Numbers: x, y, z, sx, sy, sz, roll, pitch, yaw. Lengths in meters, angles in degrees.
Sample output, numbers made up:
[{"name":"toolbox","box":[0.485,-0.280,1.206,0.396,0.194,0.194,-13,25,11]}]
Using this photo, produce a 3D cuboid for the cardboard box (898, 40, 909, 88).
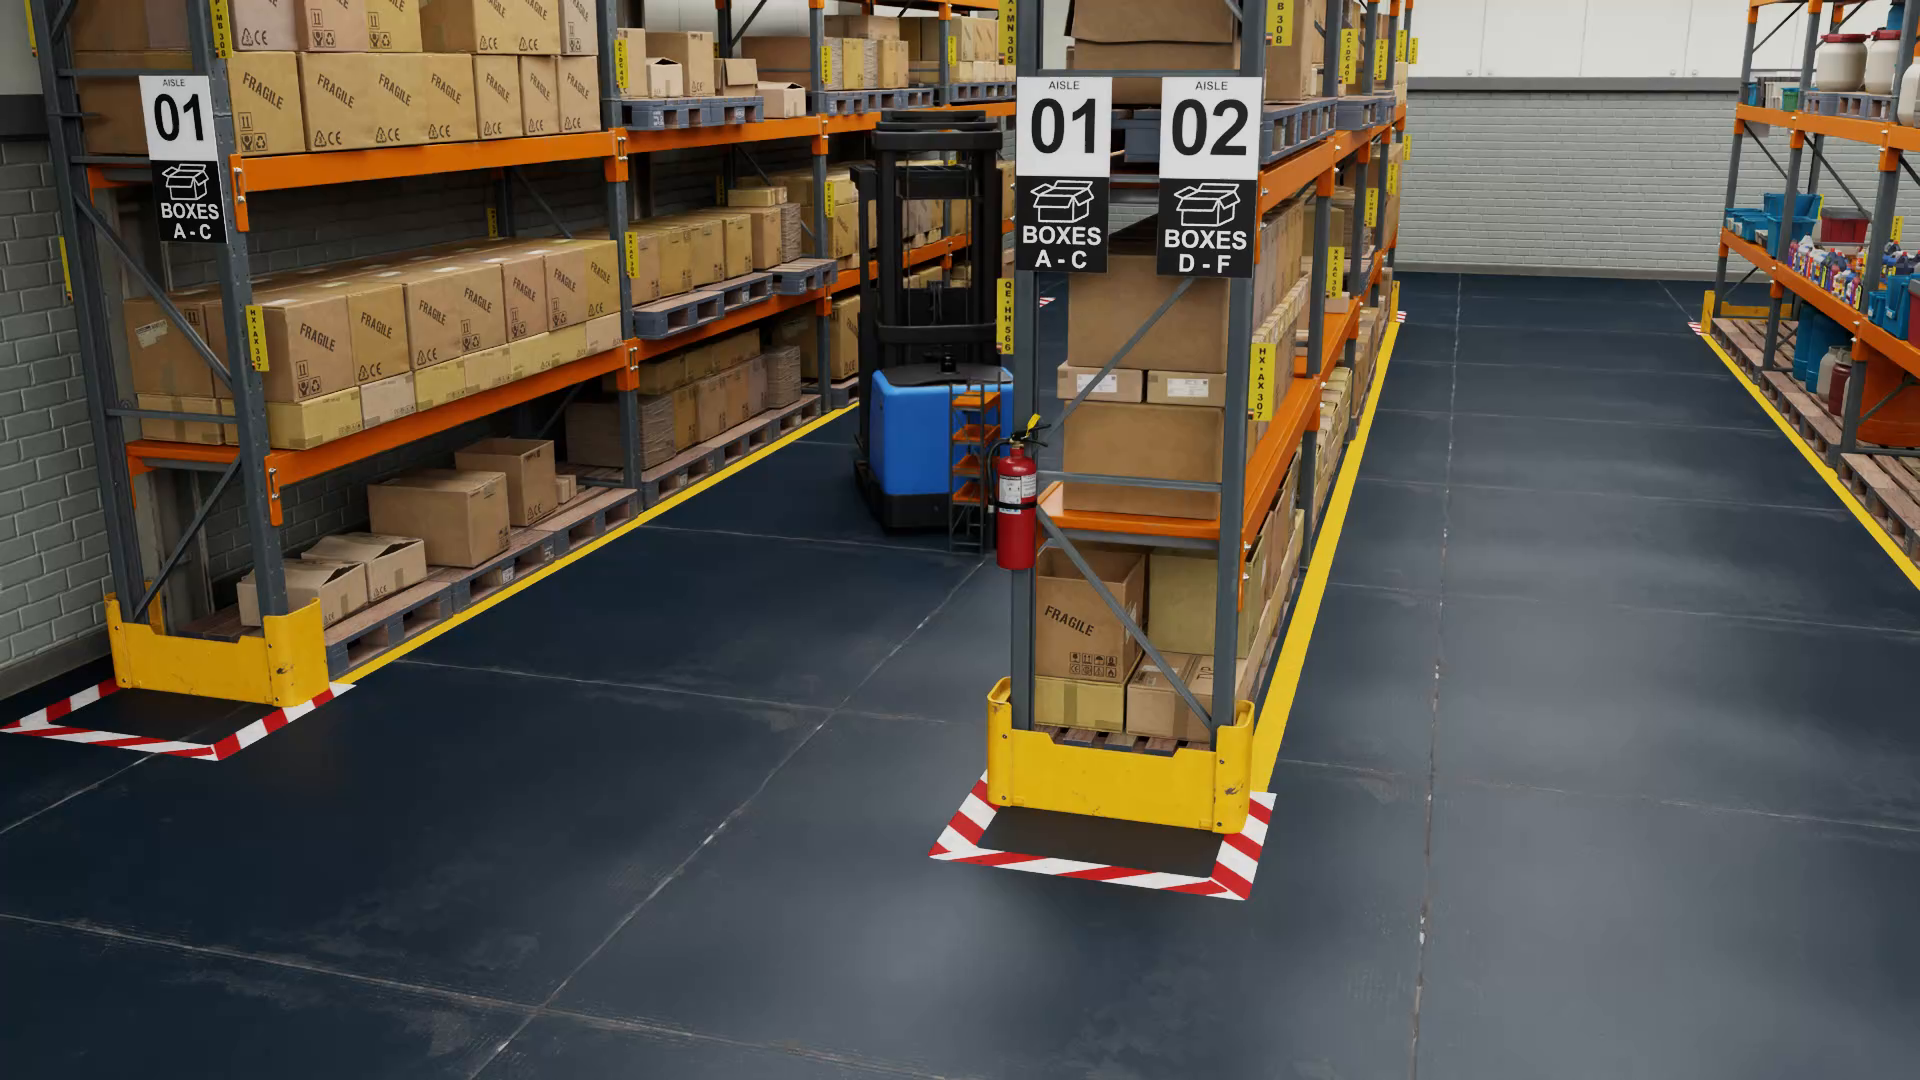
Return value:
[{"name":"cardboard box","box":[-0.971,-5.251,18.358,0.700,0.500,0.500,4,16,13]}]

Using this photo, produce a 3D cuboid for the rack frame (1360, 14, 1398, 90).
[{"name":"rack frame","box":[4.134,-6.273,17.454,1.000,3.000,0.127,5,16,16]}]

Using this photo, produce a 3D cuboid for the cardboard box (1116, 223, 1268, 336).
[{"name":"cardboard box","box":[1.171,-1.324,8.441,0.700,0.500,0.500,5,16,16]}]

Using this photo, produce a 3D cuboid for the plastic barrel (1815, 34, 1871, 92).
[{"name":"plastic barrel","box":[8.493,-4.594,16.012,0.433,0.535,0.433,0,16,0]}]

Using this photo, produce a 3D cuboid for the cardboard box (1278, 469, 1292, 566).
[{"name":"cardboard box","box":[1.647,-0.134,9.701,0.500,0.500,0.500,5,16,16]}]

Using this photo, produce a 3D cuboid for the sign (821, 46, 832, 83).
[{"name":"sign","box":[-1.233,-4.372,15.303,0.100,0.325,0.005,5,16,16]}]

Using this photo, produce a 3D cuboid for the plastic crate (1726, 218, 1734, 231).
[{"name":"plastic crate","box":[9.463,-3.833,20.221,0.250,0.136,0.298,5,16,16]}]

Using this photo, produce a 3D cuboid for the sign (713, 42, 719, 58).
[{"name":"sign","box":[-2.283,-4.498,15.602,0.100,0.325,0.005,5,16,16]}]

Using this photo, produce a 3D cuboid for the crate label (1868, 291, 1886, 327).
[{"name":"crate label","box":[7.267,-1.793,12.962,0.303,0.233,0.416,5,16,16]}]

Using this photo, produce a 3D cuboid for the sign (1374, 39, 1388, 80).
[{"name":"sign","box":[3.528,-4.025,13.933,0.100,0.325,0.005,5,16,16]}]

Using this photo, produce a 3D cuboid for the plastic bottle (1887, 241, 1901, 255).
[{"name":"plastic bottle","box":[8.883,-2.664,15.813,0.144,0.351,0.185,5,16,16]}]

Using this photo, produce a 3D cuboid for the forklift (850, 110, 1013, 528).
[{"name":"forklift","box":[-0.262,-1.854,12.994,1.130,2.935,3.031,-3,16,-9]}]

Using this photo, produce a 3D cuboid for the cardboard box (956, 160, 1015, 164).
[{"name":"cardboard box","box":[0.385,-4.826,22.799,0.980,0.700,0.700,5,17,18]}]

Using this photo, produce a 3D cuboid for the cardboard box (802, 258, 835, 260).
[{"name":"cardboard box","box":[-1.437,-2.680,16.205,0.380,0.149,0.250,4,16,15]}]

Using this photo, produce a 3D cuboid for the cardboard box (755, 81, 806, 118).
[{"name":"cardboard box","box":[-1.698,-3.924,14.796,0.500,0.311,0.500,5,16,16]}]

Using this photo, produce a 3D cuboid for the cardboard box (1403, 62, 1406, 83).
[{"name":"cardboard box","box":[5.228,-5.760,20.500,0.500,0.250,0.500,5,16,16]}]

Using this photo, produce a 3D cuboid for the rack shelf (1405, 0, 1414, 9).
[{"name":"rack shelf","box":[4.703,-6.448,19.397,1.077,0.370,4.000,5,16,16]}]

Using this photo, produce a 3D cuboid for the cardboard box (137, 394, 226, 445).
[{"name":"cardboard box","box":[-4.079,-0.705,9.056,0.500,0.250,0.500,5,17,17]}]

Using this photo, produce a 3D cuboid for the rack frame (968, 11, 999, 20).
[{"name":"rack frame","box":[0.521,-7.702,22.494,1.000,3.000,0.127,5,16,16]}]

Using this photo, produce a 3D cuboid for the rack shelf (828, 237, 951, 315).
[{"name":"rack shelf","box":[-1.184,-2.900,17.876,1.077,0.370,4.000,5,16,16]}]

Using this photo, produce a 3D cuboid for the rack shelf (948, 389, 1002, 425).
[{"name":"rack shelf","box":[0.106,-0.915,11.415,0.258,0.148,0.480,4,16,14]}]

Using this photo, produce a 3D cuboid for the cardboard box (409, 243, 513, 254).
[{"name":"cardboard box","box":[-3.374,-1.733,11.307,0.500,0.500,0.500,5,16,16]}]

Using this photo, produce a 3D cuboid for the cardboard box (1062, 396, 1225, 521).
[{"name":"cardboard box","box":[0.869,-0.416,7.617,0.700,0.500,0.500,5,16,16]}]

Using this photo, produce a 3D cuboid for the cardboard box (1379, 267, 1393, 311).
[{"name":"cardboard box","box":[5.353,-3.281,21.674,0.500,0.500,0.500,5,16,16]}]

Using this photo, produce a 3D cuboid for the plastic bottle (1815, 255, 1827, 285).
[{"name":"plastic bottle","box":[7.970,-2.491,15.352,0.097,0.271,0.097,0,16,0]}]

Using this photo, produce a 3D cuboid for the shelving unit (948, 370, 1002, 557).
[{"name":"shelving unit","box":[0.106,-0.537,11.523,0.258,1.200,0.503,4,16,14]}]

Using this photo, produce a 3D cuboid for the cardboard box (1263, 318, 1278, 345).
[{"name":"cardboard box","box":[1.480,-1.095,8.822,0.380,0.149,0.250,5,17,16]}]

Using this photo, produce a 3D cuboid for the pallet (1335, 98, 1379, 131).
[{"name":"pallet","box":[2.576,-3.215,12.516,1.003,0.211,1.213,5,17,18]}]

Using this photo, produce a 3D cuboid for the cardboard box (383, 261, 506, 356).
[{"name":"cardboard box","box":[-3.164,-1.429,10.235,0.500,0.500,0.500,5,17,18]}]

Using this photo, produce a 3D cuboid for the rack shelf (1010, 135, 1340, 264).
[{"name":"rack shelf","box":[1.293,-1.867,8.737,1.077,0.370,4.000,5,16,16]}]

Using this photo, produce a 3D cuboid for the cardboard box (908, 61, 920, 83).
[{"name":"cardboard box","box":[-0.646,-5.588,19.859,0.500,0.250,0.500,5,17,16]}]

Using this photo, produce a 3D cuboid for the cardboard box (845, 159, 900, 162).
[{"name":"cardboard box","box":[-0.997,-4.231,19.111,0.500,0.250,0.500,5,17,18]}]

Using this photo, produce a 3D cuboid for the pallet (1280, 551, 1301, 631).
[{"name":"pallet","box":[1.595,0.253,10.552,1.003,0.211,1.213,5,16,16]}]

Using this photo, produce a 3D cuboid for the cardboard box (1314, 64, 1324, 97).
[{"name":"cardboard box","box":[2.463,-3.362,12.194,0.500,0.250,0.500,3,16,11]}]

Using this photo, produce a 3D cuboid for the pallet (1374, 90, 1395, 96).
[{"name":"pallet","box":[3.882,-4.574,17.306,1.213,0.211,1.003,5,16,16]}]

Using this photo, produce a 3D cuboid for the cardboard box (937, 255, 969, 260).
[{"name":"cardboard box","box":[-0.097,-3.653,21.835,0.380,0.149,0.250,5,17,16]}]

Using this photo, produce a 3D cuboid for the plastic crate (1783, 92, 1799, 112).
[{"name":"plastic crate","box":[8.713,-4.477,17.007,0.450,0.188,0.662,5,16,16]}]

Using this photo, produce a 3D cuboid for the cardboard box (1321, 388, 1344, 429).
[{"name":"cardboard box","box":[2.797,-1.065,13.328,0.500,0.311,0.500,5,16,16]}]

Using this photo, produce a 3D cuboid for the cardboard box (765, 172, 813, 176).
[{"name":"cardboard box","box":[-1.722,-3.559,16.740,0.500,0.250,0.500,4,16,14]}]

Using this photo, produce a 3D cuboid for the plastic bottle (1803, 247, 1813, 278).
[{"name":"plastic bottle","box":[8.117,-2.650,15.890,0.061,0.283,0.133,5,16,16]}]

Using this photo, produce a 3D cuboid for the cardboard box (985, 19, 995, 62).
[{"name":"cardboard box","box":[0.131,-6.181,20.575,0.500,0.500,0.500,5,17,16]}]

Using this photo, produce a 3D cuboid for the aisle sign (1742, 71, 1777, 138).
[{"name":"aisle sign","box":[9.755,-5.341,20.397,0.394,0.787,0.004,5,16,16]}]

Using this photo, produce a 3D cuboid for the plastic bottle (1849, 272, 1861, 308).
[{"name":"plastic bottle","box":[7.517,-2.098,13.943,0.061,0.283,0.133,5,16,16]}]

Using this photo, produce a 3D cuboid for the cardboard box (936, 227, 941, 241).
[{"name":"cardboard box","box":[-0.441,-3.548,19.265,0.380,0.149,0.250,5,17,16]}]

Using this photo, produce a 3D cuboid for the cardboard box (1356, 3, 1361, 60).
[{"name":"cardboard box","box":[3.418,-4.693,15.365,0.500,0.500,0.500,5,16,16]}]

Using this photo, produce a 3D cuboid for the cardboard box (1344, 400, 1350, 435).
[{"name":"cardboard box","box":[3.082,-1.063,14.349,0.500,0.250,0.500,5,17,17]}]

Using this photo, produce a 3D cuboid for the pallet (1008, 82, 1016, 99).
[{"name":"pallet","box":[0.320,-6.022,22.228,1.003,0.211,1.213,5,16,16]}]

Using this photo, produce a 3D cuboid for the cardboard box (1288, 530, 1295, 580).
[{"name":"cardboard box","box":[1.787,0.095,10.265,0.500,0.250,0.500,5,16,16]}]

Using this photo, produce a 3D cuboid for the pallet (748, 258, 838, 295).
[{"name":"pallet","box":[-1.853,-2.436,15.273,1.213,0.211,1.003,5,16,16]}]

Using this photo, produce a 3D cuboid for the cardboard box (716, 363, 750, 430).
[{"name":"cardboard box","box":[-2.279,-1.282,14.627,0.700,0.500,0.500,5,16,16]}]

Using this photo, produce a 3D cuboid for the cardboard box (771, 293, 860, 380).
[{"name":"cardboard box","box":[-1.418,-2.073,16.812,0.750,0.750,0.750,4,16,15]}]

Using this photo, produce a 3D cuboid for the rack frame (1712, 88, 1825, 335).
[{"name":"rack frame","box":[10.019,-4.048,20.604,1.000,3.000,0.127,5,16,16]}]

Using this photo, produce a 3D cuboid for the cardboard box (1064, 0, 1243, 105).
[{"name":"cardboard box","box":[0.892,-2.159,7.233,0.797,0.503,0.637,6,17,20]}]

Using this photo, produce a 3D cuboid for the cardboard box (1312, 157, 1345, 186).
[{"name":"cardboard box","box":[4.030,-4.068,18.659,0.500,0.500,0.500,5,17,16]}]

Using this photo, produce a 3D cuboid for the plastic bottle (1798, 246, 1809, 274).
[{"name":"plastic bottle","box":[8.223,-2.724,16.172,0.097,0.271,0.097,0,16,0]}]

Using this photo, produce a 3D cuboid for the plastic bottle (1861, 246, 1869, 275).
[{"name":"plastic bottle","box":[8.797,-2.723,16.023,0.144,0.351,0.185,5,16,16]}]

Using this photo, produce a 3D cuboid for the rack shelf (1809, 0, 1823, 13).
[{"name":"rack shelf","box":[8.314,-4.826,14.404,1.077,0.370,4.000,5,16,16]}]

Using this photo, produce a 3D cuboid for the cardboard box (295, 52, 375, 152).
[{"name":"cardboard box","box":[-3.505,-2.337,8.854,0.500,0.500,0.500,6,17,20]}]

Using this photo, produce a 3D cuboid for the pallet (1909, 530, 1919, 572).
[{"name":"pallet","box":[6.795,0.225,10.651,1.003,0.211,1.213,5,16,16]}]
